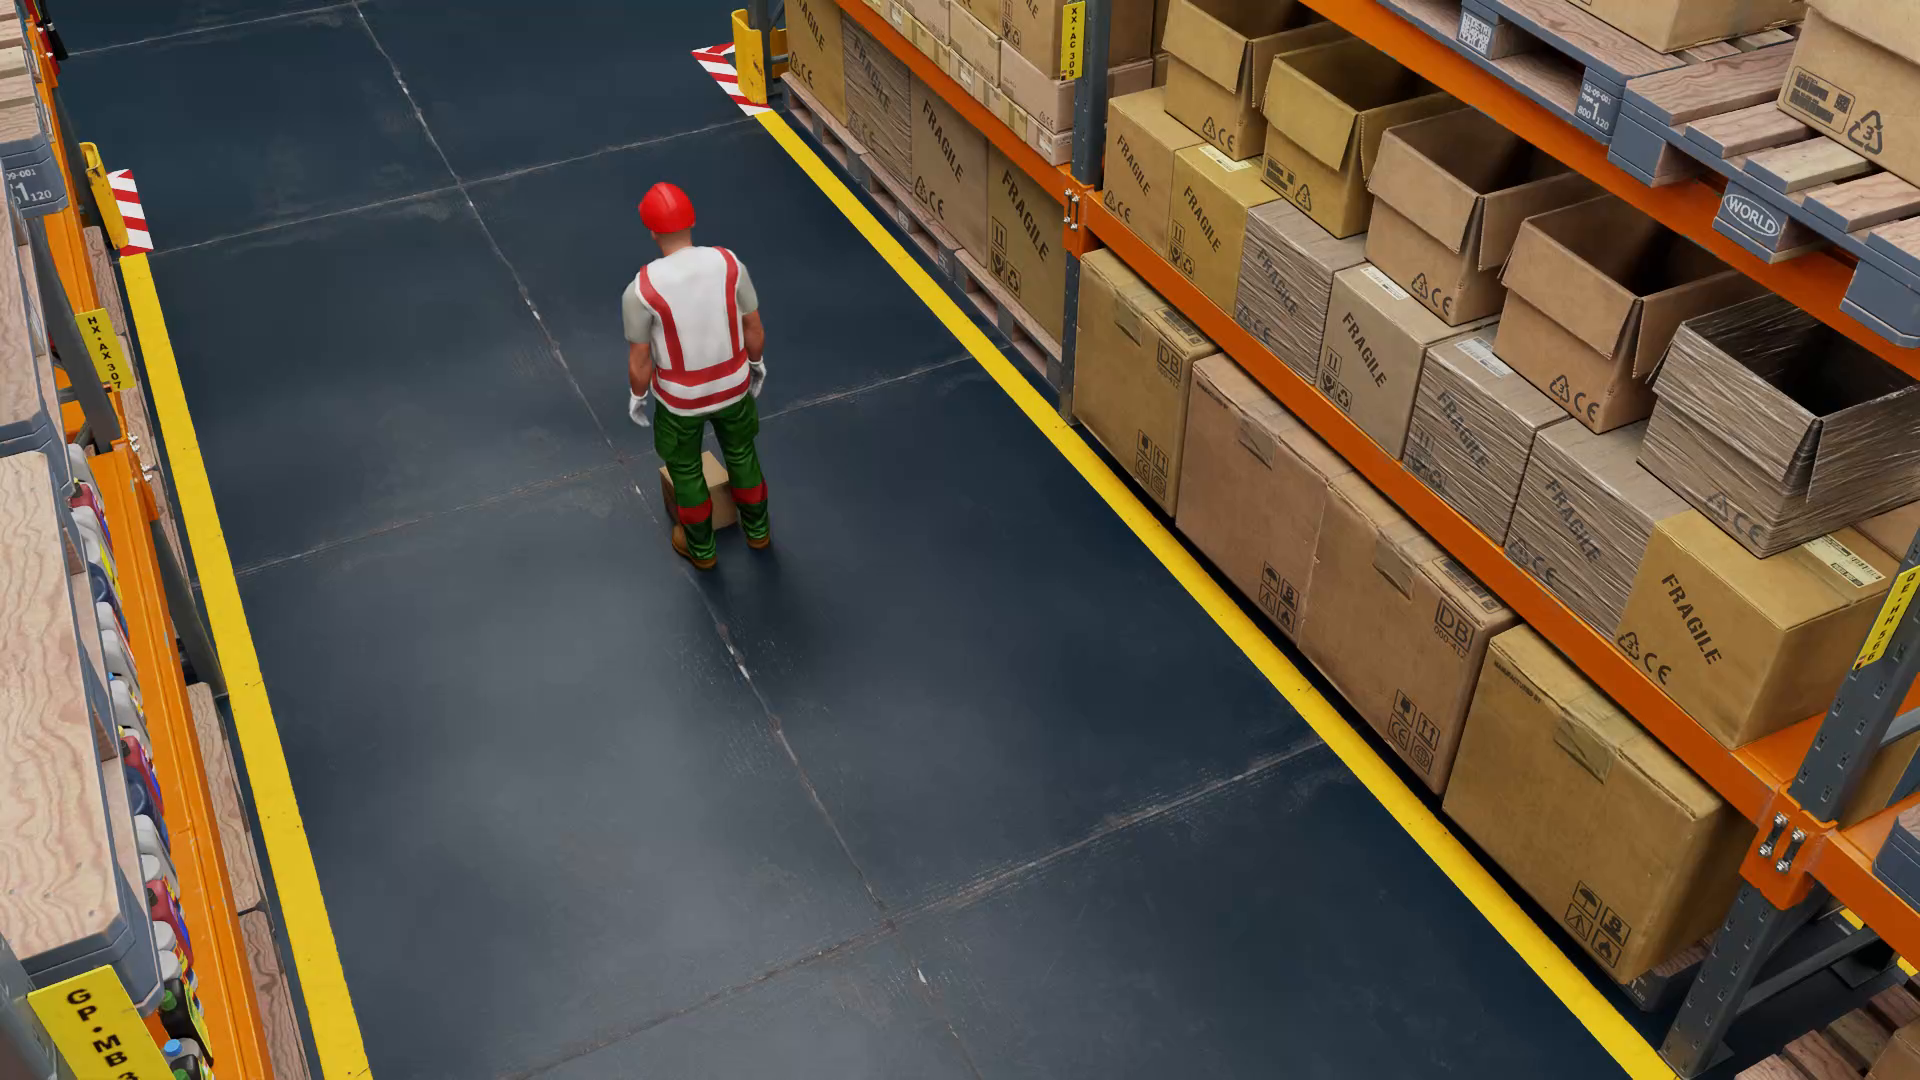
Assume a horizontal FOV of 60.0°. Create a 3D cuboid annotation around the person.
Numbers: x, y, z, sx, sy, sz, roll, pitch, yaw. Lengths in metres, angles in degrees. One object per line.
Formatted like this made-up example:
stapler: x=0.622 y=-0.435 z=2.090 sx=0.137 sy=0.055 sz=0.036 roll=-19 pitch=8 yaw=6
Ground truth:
person: x=-1.082 y=-0.649 z=6.896 sx=0.607 sy=1.780 sz=0.450 roll=-19 pitch=44 yaw=-20
